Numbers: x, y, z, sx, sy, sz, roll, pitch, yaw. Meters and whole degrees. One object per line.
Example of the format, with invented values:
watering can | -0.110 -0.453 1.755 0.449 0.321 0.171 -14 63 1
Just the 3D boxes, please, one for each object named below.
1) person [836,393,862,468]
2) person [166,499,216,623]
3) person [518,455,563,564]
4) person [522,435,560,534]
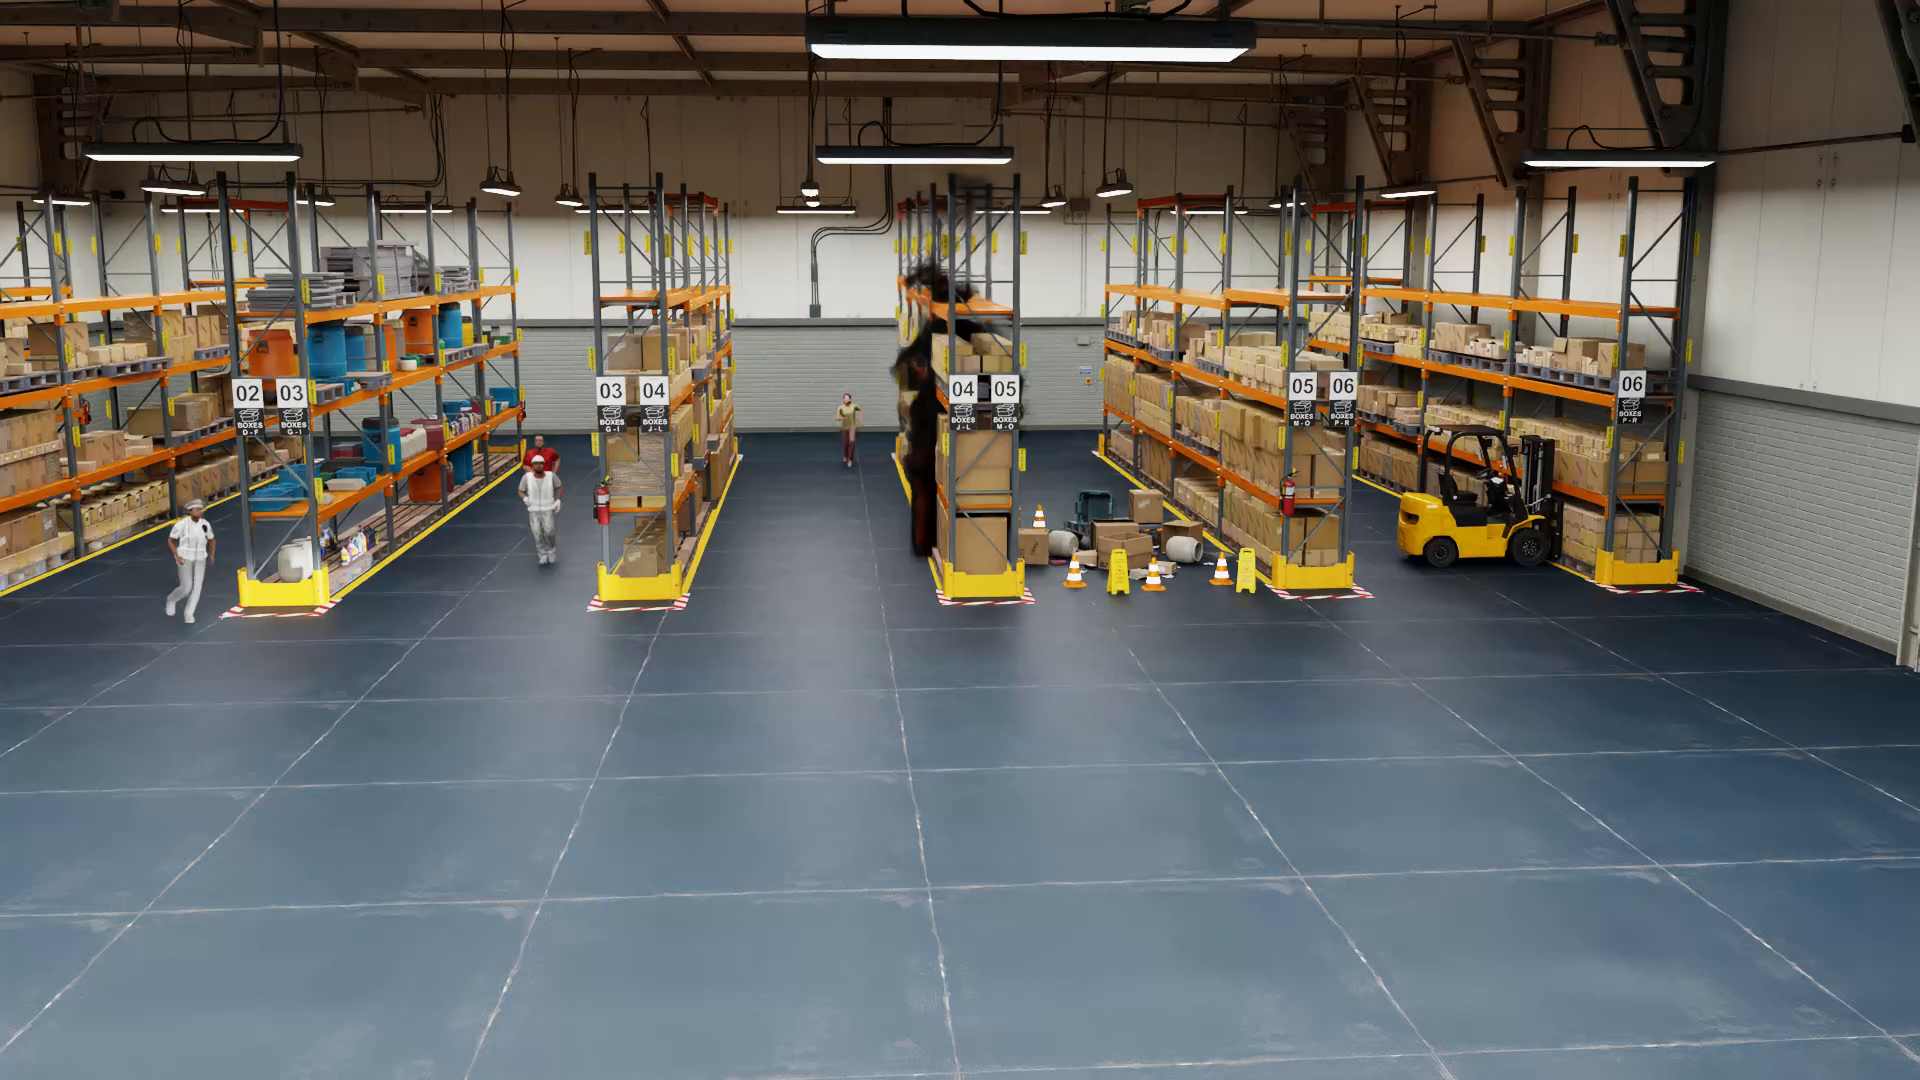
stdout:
person | -2.550 -2.535 38.277 0.585 1.694 0.855 0 10 2
person | -10.404 0.260 22.527 0.574 1.639 0.653 9 13 41
person | -6.618 -0.466 26.237 0.679 1.744 0.603 -2 10 -8
person | -7.372 -0.965 29.324 0.638 1.786 0.767 -2 10 -11
